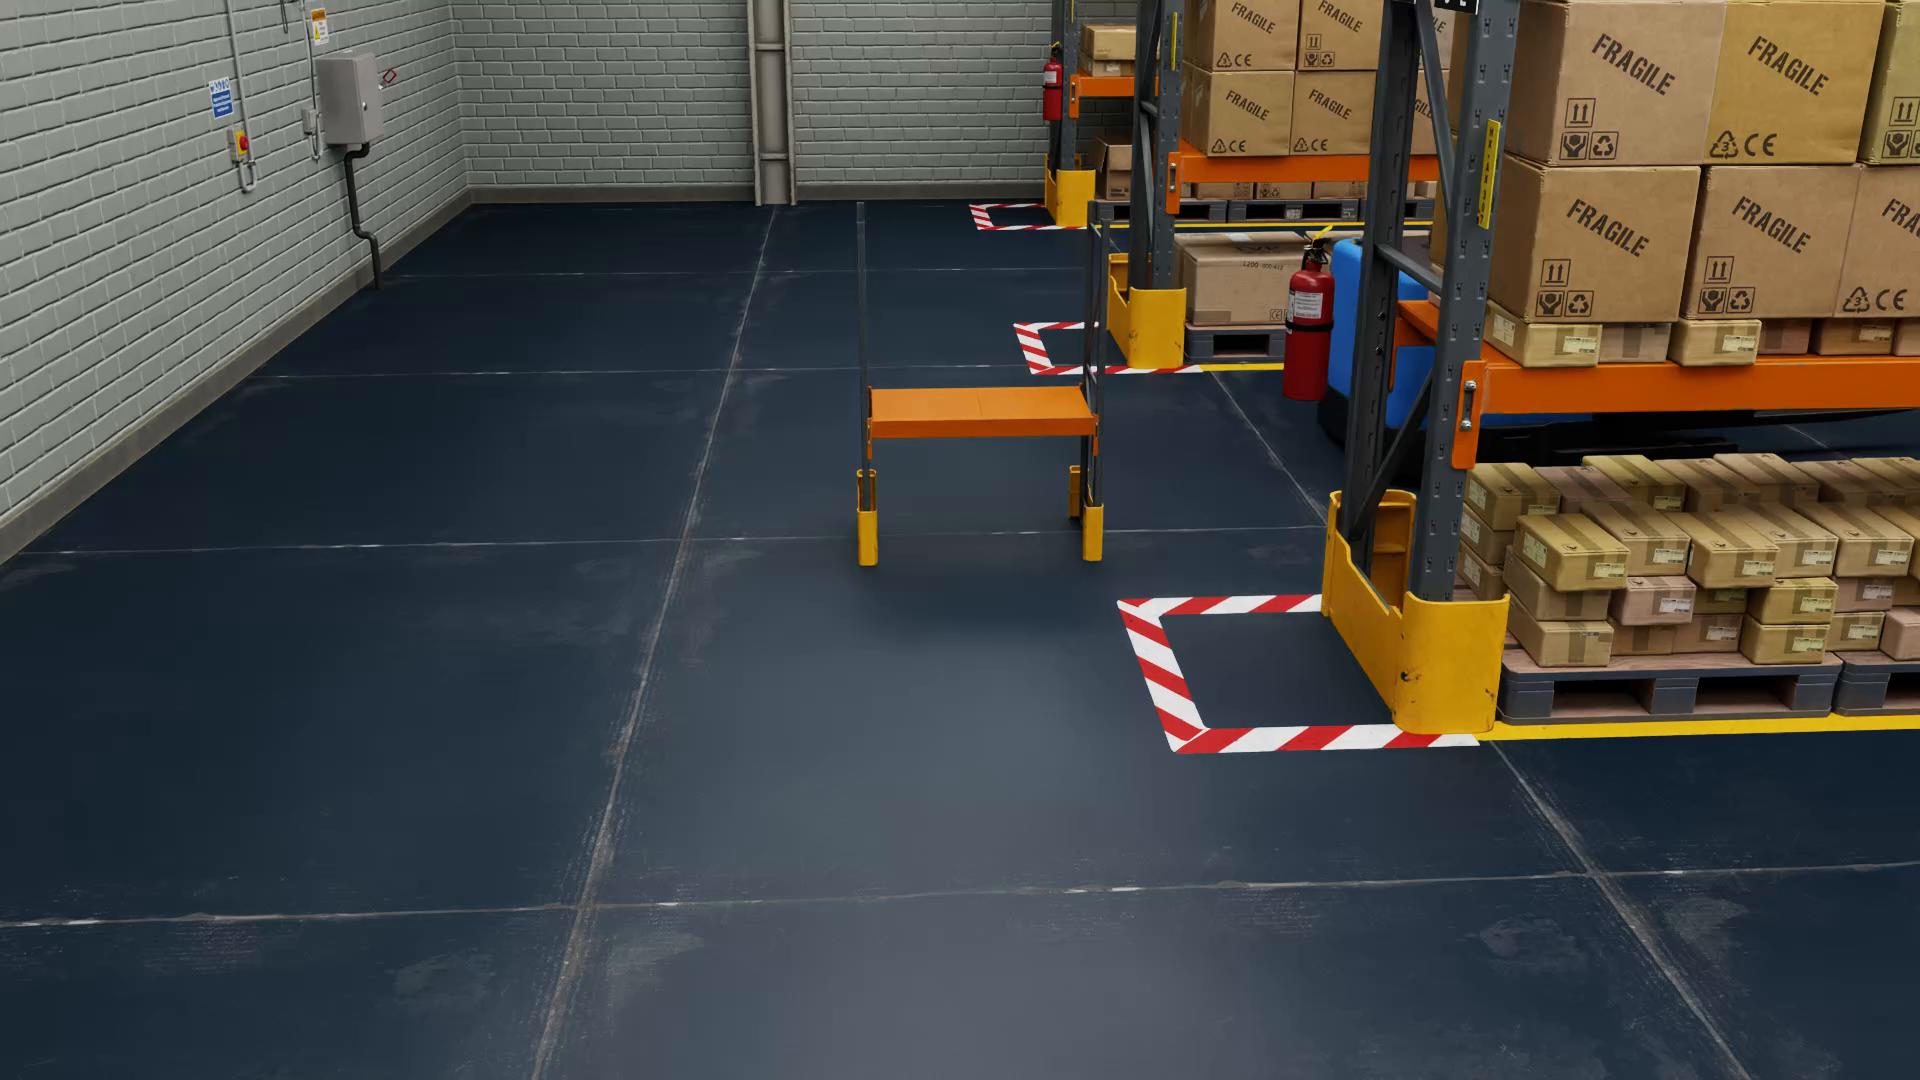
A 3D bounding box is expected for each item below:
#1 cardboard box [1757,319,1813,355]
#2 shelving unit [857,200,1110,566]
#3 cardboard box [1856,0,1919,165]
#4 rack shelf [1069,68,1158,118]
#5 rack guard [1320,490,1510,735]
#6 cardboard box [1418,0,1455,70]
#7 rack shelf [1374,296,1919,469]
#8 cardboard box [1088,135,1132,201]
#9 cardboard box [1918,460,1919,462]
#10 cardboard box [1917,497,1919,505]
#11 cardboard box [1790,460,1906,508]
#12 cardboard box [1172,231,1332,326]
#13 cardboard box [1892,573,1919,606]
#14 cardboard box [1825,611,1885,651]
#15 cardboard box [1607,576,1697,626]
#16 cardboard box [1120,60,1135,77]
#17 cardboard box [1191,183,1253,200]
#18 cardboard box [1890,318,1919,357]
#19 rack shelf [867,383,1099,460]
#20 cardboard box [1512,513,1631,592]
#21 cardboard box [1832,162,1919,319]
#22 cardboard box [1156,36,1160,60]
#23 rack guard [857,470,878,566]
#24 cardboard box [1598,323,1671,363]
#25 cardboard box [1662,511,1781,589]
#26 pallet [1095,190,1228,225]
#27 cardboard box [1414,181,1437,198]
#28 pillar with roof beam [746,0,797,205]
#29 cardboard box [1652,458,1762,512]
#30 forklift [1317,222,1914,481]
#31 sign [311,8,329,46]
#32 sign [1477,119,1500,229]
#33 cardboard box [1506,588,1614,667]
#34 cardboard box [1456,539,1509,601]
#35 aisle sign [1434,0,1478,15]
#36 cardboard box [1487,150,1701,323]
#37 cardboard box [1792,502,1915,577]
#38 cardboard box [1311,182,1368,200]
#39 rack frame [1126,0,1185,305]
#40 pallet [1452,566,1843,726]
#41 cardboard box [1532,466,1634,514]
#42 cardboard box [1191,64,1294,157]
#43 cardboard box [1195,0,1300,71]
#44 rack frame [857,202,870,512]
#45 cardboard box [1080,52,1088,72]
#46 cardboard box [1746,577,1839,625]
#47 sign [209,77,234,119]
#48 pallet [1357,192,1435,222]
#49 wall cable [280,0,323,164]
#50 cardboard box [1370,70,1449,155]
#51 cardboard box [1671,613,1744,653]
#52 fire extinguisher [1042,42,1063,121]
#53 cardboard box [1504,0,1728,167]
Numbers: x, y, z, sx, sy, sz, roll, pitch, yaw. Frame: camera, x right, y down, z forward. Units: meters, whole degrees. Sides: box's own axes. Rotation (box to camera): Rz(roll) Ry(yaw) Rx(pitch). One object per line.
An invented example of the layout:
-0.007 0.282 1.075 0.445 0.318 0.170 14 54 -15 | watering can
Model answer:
2.730 -0.760 5.755 0.250 0.149 0.380 0 21 -1 | cardboard box
0.076 -0.702 7.358 1.083 1.500 0.587 -1 21 -3 | shelving unit
3.100 -1.510 5.408 0.500 0.500 0.500 -2 21 -4 | cardboard box
2.939 -4.151 15.319 4.000 0.370 1.077 -1 21 -3 | rack shelf
1.689 0.240 6.289 0.348 0.500 1.175 -1 21 -3 | rack guard
2.754 -3.132 10.087 0.500 0.500 0.500 -1 21 -3 | cardboard box
3.610 -0.632 6.075 4.000 0.370 1.077 -1 21 -3 | rack shelf
1.559 -3.455 15.398 0.637 0.503 0.797 -2 21 -5 | cardboard box
3.938 -0.185 6.472 0.250 0.149 0.380 -2 21 -5 | cardboard box
3.714 -0.032 6.069 0.250 0.149 0.380 -1 21 -3 | cardboard box
3.429 -0.179 6.456 0.250 0.149 0.380 -2 21 -5 | cardboard box
1.883 -1.731 10.963 0.875 0.438 0.875 -2 21 -5 | cardboard box
3.457 0.103 6.134 0.250 0.149 0.380 0 21 0 | cardboard box
3.169 0.265 6.126 0.250 0.149 0.380 -1 21 -3 | cardboard box
2.427 0.165 5.970 0.250 0.149 0.380 -1 21 -3 | cardboard box
1.538 -4.260 14.948 0.250 0.149 0.380 -1 21 -2 | cardboard box
2.414 -3.457 15.408 0.500 0.500 0.700 0 21 -1 | cardboard box
3.250 -0.752 5.733 0.250 0.149 0.380 -2 21 -4 | cardboard box
0.085 -0.535 7.423 1.000 0.185 0.538 -1 21 -3 | rack shelf
2.156 0.041 5.878 0.250 0.149 0.380 -2 21 -6 | cardboard box
3.100 -1.049 5.603 0.500 0.500 0.500 -1 21 -2 | cardboard box
1.914 -4.439 14.858 0.500 0.250 0.500 -1 21 -2 | cardboard box
-0.421 -0.108 7.554 0.087 0.250 0.587 -1 21 -3 | rack guard
2.207 -0.720 5.649 0.250 0.149 0.380 0 21 -1 | cardboard box
2.683 0.033 5.899 0.250 0.149 0.380 -1 21 -3 | cardboard box
1.814 -3.161 15.628 1.213 0.211 1.003 -1 21 -3 | pallet
4.397 -3.276 15.427 0.250 0.149 0.380 -2 21 -5 | cardboard box
-1.555 -5.986 10.698 0.400 9.000 9.100 -1 21 -3 | pillar with roof beam
2.895 -0.188 6.479 0.250 0.149 0.380 -2 21 -5 | cardboard box
3.521 -1.886 8.456 3.031 2.935 1.130 -3 21 -9 | forklift
-4.576 -3.672 11.889 0.001 0.242 0.339 -1 21 -3 | sign
1.644 -1.139 5.180 0.005 0.325 0.100 -1 21 -3 | sign
2.154 0.312 6.002 0.250 0.149 0.380 -1 21 -2 | cardboard box
2.127 0.124 6.496 0.250 0.149 0.380 -1 21 -2 | cardboard box
1.557 -2.034 5.094 0.004 0.787 0.394 -1 21 -3 | aisle sign
2.077 -1.024 5.536 0.500 0.500 0.500 0 21 0 | cardboard box
3.203 -0.004 5.995 0.250 0.149 0.380 0 21 -1 | cardboard box
3.451 -3.478 15.464 0.500 0.500 0.700 -2 21 -5 | cardboard box
1.230 -2.683 10.454 0.127 3.000 1.000 -1 21 -3 | rack frame
2.502 0.371 6.351 1.213 0.211 1.003 -1 21 -3 | pallet
2.381 -0.155 6.392 0.250 0.149 0.380 -1 21 -2 | cardboard box
1.725 -2.638 10.194 0.500 0.500 0.500 -1 21 -3 | cardboard box
1.725 -3.106 10.018 0.500 0.500 0.500 -2 21 -4 | cardboard box
-0.422 -0.692 7.332 0.032 1.500 0.500 -1 21 -3 | rack frame
1.258 -4.431 15.397 0.250 0.149 0.380 -1 21 -4 | cardboard box
2.929 0.162 5.978 0.250 0.149 0.380 -1 21 -1 | cardboard box
-4.457 -2.669 10.035 0.001 0.218 0.327 -1 21 -3 | sign
4.250 -3.211 15.759 1.213 0.211 1.003 -1 21 -3 | pallet
-4.491 -3.539 11.273 0.122 1.984 0.588 -1 21 -3 | wall cable
2.737 -2.662 10.257 0.500 0.500 0.500 -1 21 -3 | cardboard box
2.659 0.270 6.112 0.250 0.149 0.380 -1 21 -2 | cardboard box
0.822 -4.069 14.726 0.183 0.674 0.296 -1 21 -3 | fire extinguisher
2.076 -1.495 5.368 0.500 0.500 0.500 -1 21 -3 | cardboard box
